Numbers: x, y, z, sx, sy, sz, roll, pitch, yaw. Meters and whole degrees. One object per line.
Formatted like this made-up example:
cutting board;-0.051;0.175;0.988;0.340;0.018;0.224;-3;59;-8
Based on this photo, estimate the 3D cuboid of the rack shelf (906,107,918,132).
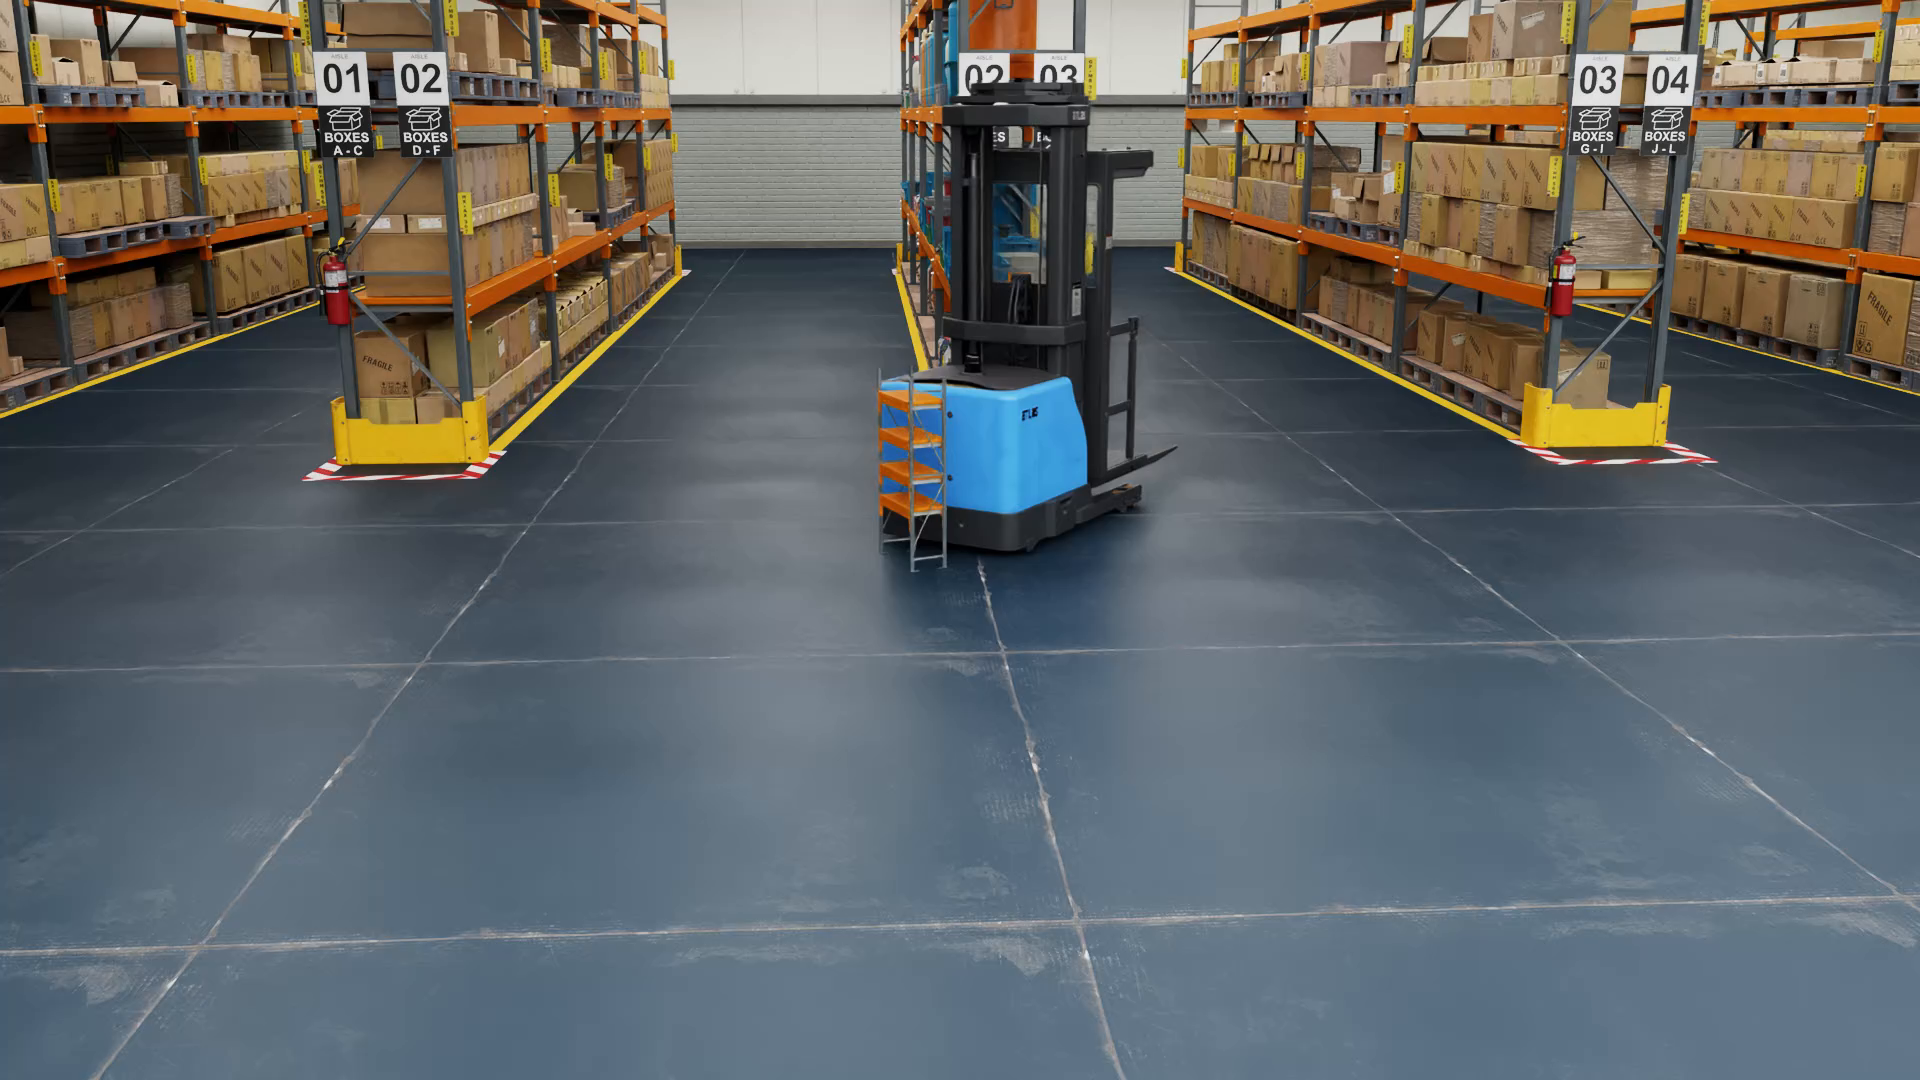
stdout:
rack shelf;-0.137;-5.782;22.903;1.077;0.370;4.000;-1;14;-3

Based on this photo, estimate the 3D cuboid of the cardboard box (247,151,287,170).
cardboard box;-9.842;-5.348;23.450;0.500;0.250;0.500;-1;14;-2

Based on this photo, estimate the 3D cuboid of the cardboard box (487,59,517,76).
cardboard box;-4.362;-4.416;15.532;0.380;0.149;0.250;-1;14;-3

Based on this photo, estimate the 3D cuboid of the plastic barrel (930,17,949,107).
plastic barrel;-0.013;-5.004;17.430;0.600;0.901;0.708;-1;14;-3

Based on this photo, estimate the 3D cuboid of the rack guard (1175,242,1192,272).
rack guard;4.433;-5.042;29.619;1.175;0.500;0.348;-1;14;-3

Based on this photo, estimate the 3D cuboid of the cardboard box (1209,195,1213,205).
cardboard box;4.257;-5.520;26.966;0.380;0.149;0.250;-1;14;-4

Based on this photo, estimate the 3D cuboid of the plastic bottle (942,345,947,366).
plastic bottle;-0.149;-1.787;16.522;0.061;0.283;0.133;0;14;-1

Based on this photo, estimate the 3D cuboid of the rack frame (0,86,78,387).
rack frame;-9.653;-3.033;16.793;1.000;3.000;0.127;-1;14;-3

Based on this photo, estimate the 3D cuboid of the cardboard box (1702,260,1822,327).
cardboard box;9.893;-3.052;20.540;1.050;0.750;0.750;-1;14;-3

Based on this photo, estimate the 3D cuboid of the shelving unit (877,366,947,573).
shelving unit;-0.300;-0.446;10.353;0.258;1.200;0.503;-7;16;-25

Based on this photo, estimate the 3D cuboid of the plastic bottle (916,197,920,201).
plastic bottle;-0.555;-4.764;23.771;0.152;0.276;0.135;-1;14;-3

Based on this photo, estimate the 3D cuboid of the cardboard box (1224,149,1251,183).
cardboard box;4.387;-5.796;25.734;0.500;0.500;0.500;0;14;-2

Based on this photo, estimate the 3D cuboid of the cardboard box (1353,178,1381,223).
cardboard box;4.979;-3.945;19.290;0.797;0.503;0.637;1;14;2

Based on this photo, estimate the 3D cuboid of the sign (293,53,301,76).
sign;-9.608;-6.888;24.090;0.100;0.325;0.005;-1;14;-3

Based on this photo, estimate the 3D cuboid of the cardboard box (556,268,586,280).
cardboard box;-5.249;-3.336;22.107;0.500;0.500;0.500;0;14;-1

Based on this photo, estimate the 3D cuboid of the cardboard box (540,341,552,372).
cardboard box;-4.462;-1.870;16.949;0.500;0.250;0.500;-1;14;-3

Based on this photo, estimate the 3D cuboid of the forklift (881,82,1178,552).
forklift;0.650;-1.660;11.598;1.130;2.935;3.031;8;17;29

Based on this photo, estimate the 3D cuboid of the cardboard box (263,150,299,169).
cardboard box;-9.865;-5.475;23.944;0.500;0.250;0.500;-1;14;-2

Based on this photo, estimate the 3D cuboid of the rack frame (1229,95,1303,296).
rack frame;4.683;-5.252;25.418;1.000;3.000;0.127;-1;14;-3

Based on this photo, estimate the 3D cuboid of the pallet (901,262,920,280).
pallet;-0.496;-4.614;28.535;1.003;0.211;1.213;-1;14;-3

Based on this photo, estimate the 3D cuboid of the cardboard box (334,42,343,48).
cardboard box;-10.018;-7.580;26.200;0.500;0.500;0.500;-2;15;-6

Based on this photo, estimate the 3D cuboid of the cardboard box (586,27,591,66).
cardboard box;-5.009;-6.326;21.365;0.500;0.500;0.500;-1;14;-3

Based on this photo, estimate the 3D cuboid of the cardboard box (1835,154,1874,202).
cardboard box;10.098;-3.969;18.227;0.700;0.500;0.500;-1;14;-4

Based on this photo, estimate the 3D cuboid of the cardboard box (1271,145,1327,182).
cardboard box;4.816;-5.302;23.399;0.797;0.503;0.637;0;14;-2

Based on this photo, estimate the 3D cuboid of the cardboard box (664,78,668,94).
cardboard box;-5.166;-7.593;27.794;0.500;0.250;0.500;-1;14;-3

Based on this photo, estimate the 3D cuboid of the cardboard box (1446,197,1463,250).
cardboard box;5.272;-3.094;16.234;0.875;0.500;0.500;-1;14;-3

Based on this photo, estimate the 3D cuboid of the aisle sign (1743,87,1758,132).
aisle sign;14.032;-7.672;29.607;0.394;0.787;0.004;-1;14;-3

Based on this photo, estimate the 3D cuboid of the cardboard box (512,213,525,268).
cardboard box;-4.636;-2.917;16.144;0.700;0.500;0.500;-1;14;-4

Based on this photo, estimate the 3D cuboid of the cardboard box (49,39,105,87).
cardboard box;-9.684;-5.181;18.080;0.500;0.500;0.500;-1;14;-5

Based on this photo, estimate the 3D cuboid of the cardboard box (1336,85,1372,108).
cardboard box;4.778;-5.261;19.734;0.500;0.250;0.500;-1;14;-2

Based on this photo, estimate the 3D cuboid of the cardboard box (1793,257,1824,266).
cardboard box;14.586;-4.748;27.758;0.875;0.438;0.875;-1;14;-5

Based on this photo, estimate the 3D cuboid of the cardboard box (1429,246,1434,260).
cardboard box;4.962;-2.896;16.767;0.380;0.149;0.250;-1;14;-3

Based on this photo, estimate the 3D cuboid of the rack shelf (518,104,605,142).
rack shelf;-4.833;-4.712;18.743;1.077;0.370;4.000;-1;14;-3

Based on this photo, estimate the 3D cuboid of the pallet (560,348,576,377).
pallet;-4.794;-1.942;18.151;1.003;0.211;1.213;-1;14;-3

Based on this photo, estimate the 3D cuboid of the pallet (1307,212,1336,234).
pallet;5.081;-3.988;20.893;1.213;0.211;1.003;-1;14;-3

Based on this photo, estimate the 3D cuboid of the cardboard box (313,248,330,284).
cardboard box;-10.093;-4.203;25.514;0.700;0.500;0.500;-1;14;-3

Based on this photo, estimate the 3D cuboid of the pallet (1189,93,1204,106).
pallet;4.491;-7.472;28.205;1.003;0.211;1.213;-1;14;-3

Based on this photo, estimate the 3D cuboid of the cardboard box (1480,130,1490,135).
cardboard box;9.192;-6.733;28.372;0.500;0.500;0.500;0;14;-2

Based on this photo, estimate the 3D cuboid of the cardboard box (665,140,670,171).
cardboard box;-5.118;-6.395;27.654;0.500;0.500;0.500;0;14;-2

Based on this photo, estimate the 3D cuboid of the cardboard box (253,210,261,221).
cardboard box;-9.805;-4.448;22.757;0.380;0.149;0.250;0;14;-2

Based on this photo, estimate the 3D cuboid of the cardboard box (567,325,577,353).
cardboard box;-4.517;-2.213;18.283;0.500;0.250;0.500;-1;14;-2

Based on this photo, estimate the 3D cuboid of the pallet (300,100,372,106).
pallet;-10.340;-7.242;27.313;1.003;0.211;1.213;-1;14;-3

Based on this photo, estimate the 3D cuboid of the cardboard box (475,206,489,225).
cardboard box;-4.336;-2.835;14.524;0.380;0.149;0.250;-1;14;-5

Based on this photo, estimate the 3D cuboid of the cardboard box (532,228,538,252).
cardboard box;-4.783;-3.159;17.586;0.500;0.250;0.500;0;14;0

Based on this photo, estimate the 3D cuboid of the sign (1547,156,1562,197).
sign;4.871;-2.977;13.621;0.100;0.325;0.005;-1;14;-3

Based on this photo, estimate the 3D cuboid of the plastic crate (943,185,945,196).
plastic crate;-0.171;-5.529;26.615;0.437;0.282;0.530;-1;14;-3

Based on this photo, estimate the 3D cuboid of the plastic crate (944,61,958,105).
plastic crate;0.064;-4.105;14.975;0.392;0.384;0.575;-1;14;-3

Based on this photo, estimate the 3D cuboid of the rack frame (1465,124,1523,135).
rack frame;9.392;-6.298;29.484;1.000;3.000;0.127;-1;14;-3

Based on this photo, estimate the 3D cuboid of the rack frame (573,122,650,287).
rack frame;-5.205;-5.100;24.827;1.000;3.000;0.127;-1;14;-3

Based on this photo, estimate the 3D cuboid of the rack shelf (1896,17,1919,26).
rack shelf;14.698;-7.270;23.471;1.077;0.370;4.000;-1;14;-3

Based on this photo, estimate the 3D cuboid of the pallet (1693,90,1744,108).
pallet;9.980;-5.510;20.782;1.213;0.211;1.003;0;14;-1
